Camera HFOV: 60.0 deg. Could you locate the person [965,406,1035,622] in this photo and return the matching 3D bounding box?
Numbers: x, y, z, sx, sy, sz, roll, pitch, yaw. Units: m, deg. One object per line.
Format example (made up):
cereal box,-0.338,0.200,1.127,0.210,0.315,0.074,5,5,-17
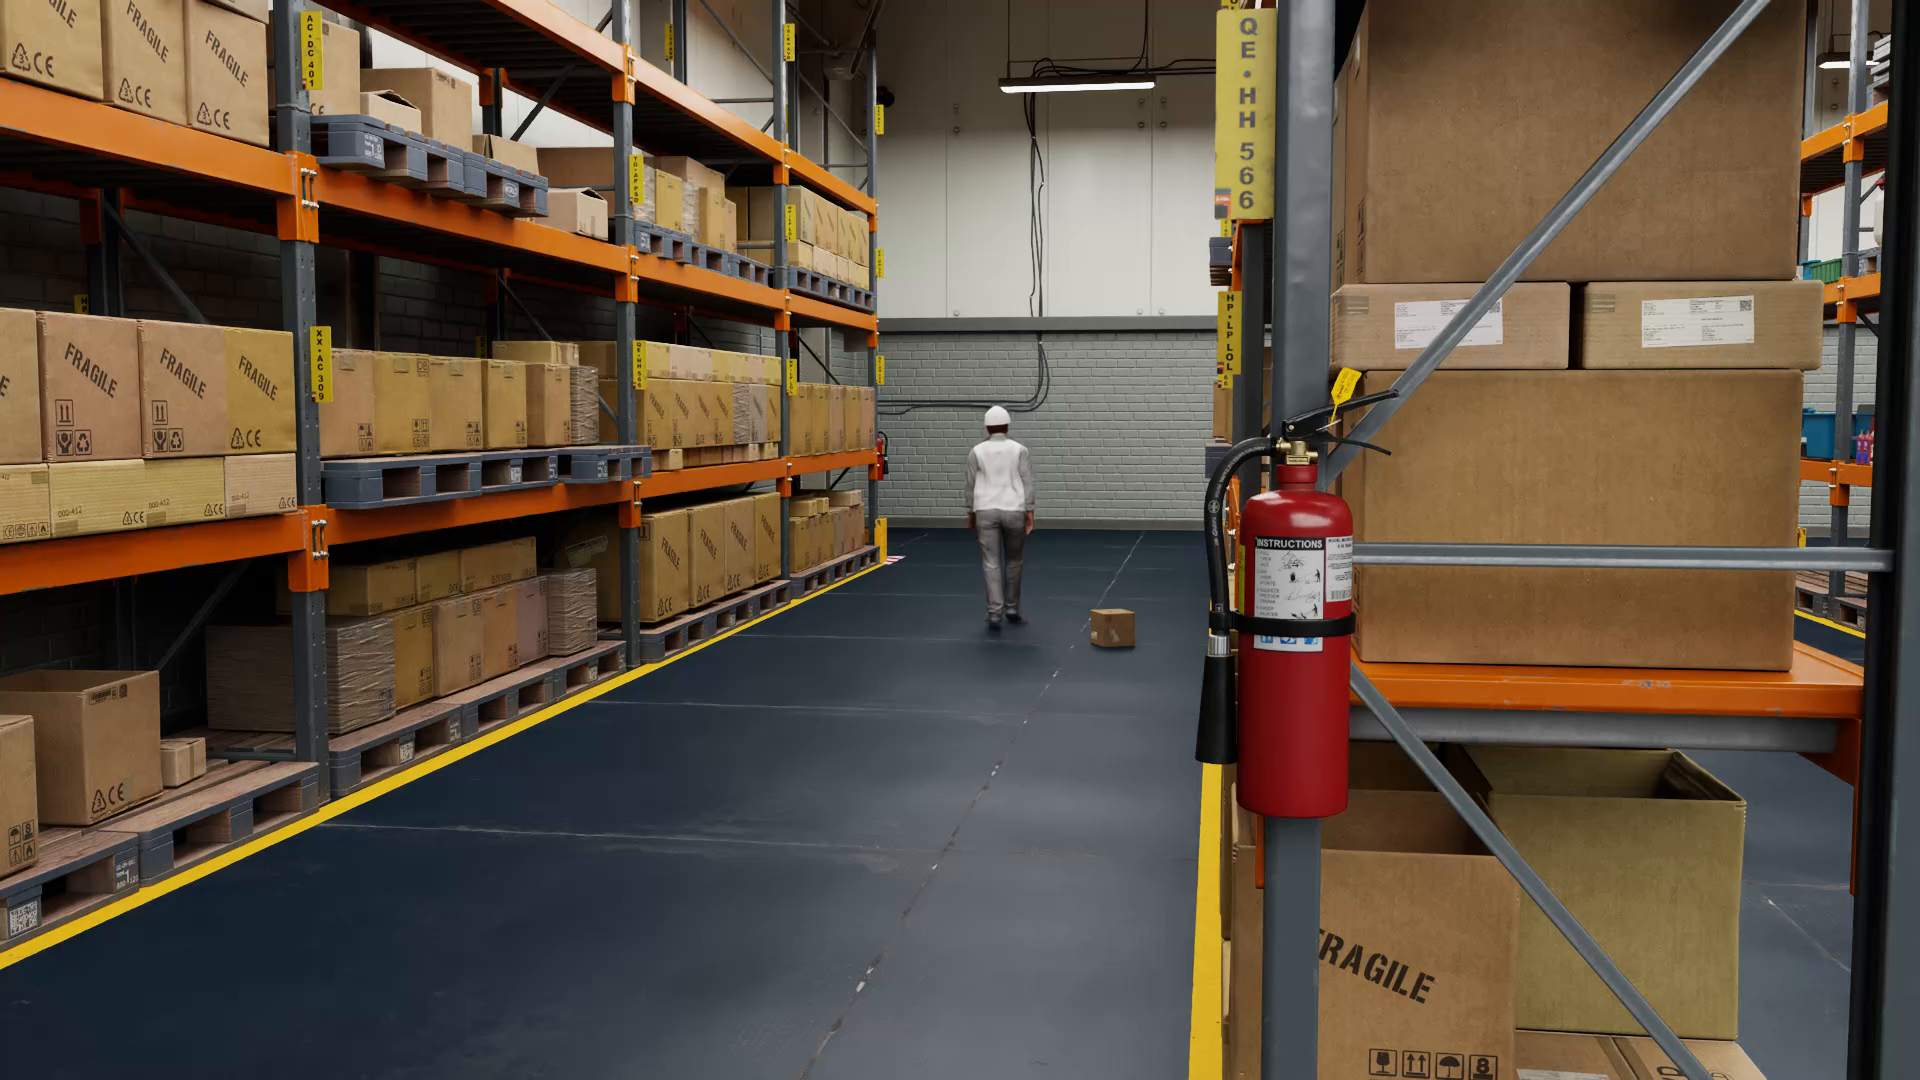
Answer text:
person,0.323,-0.188,13.553,0.564,1.802,0.795,0,4,-4
